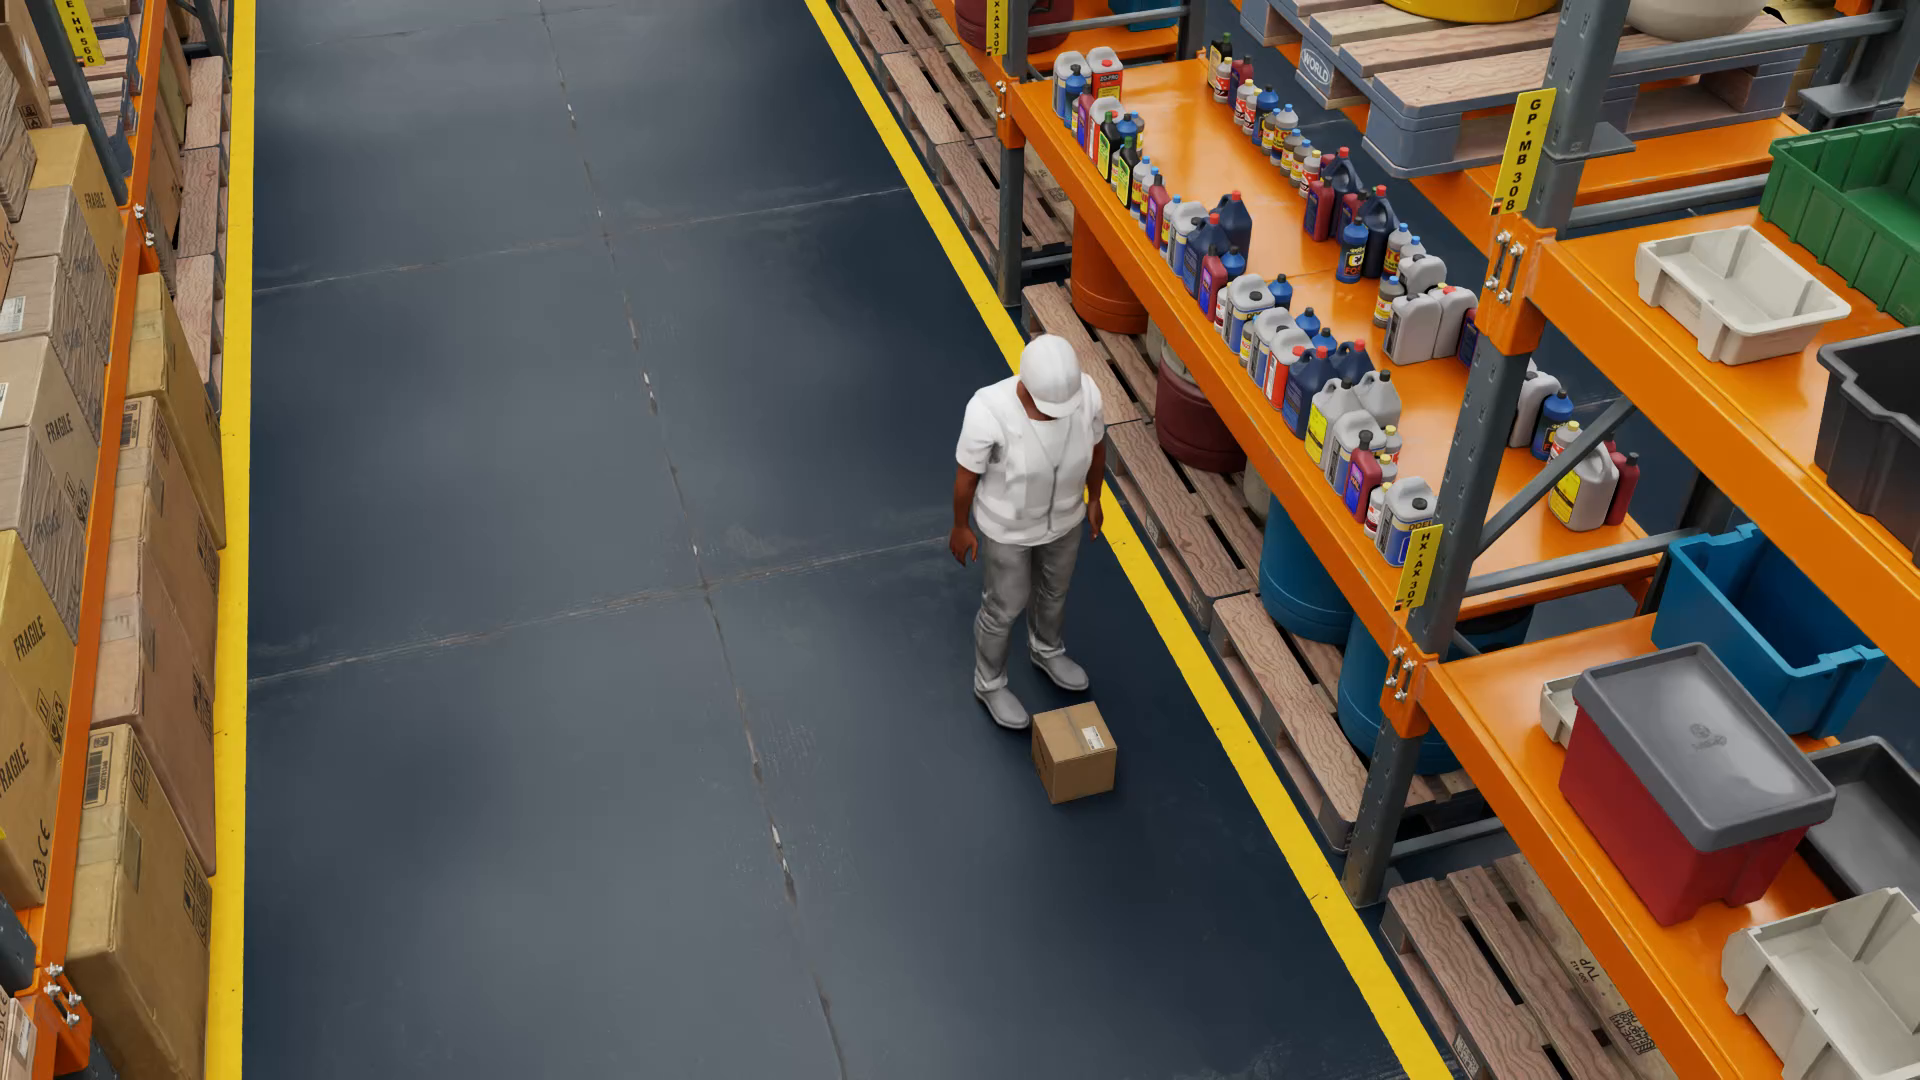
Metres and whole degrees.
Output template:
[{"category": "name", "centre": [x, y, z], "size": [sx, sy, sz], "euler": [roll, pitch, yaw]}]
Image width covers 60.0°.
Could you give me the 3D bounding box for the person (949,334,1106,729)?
[{"category": "person", "centre": [0.289, -0.056, 6.183], "size": [0.610, 1.750, 0.408], "euler": [-19, 45, -20]}]
